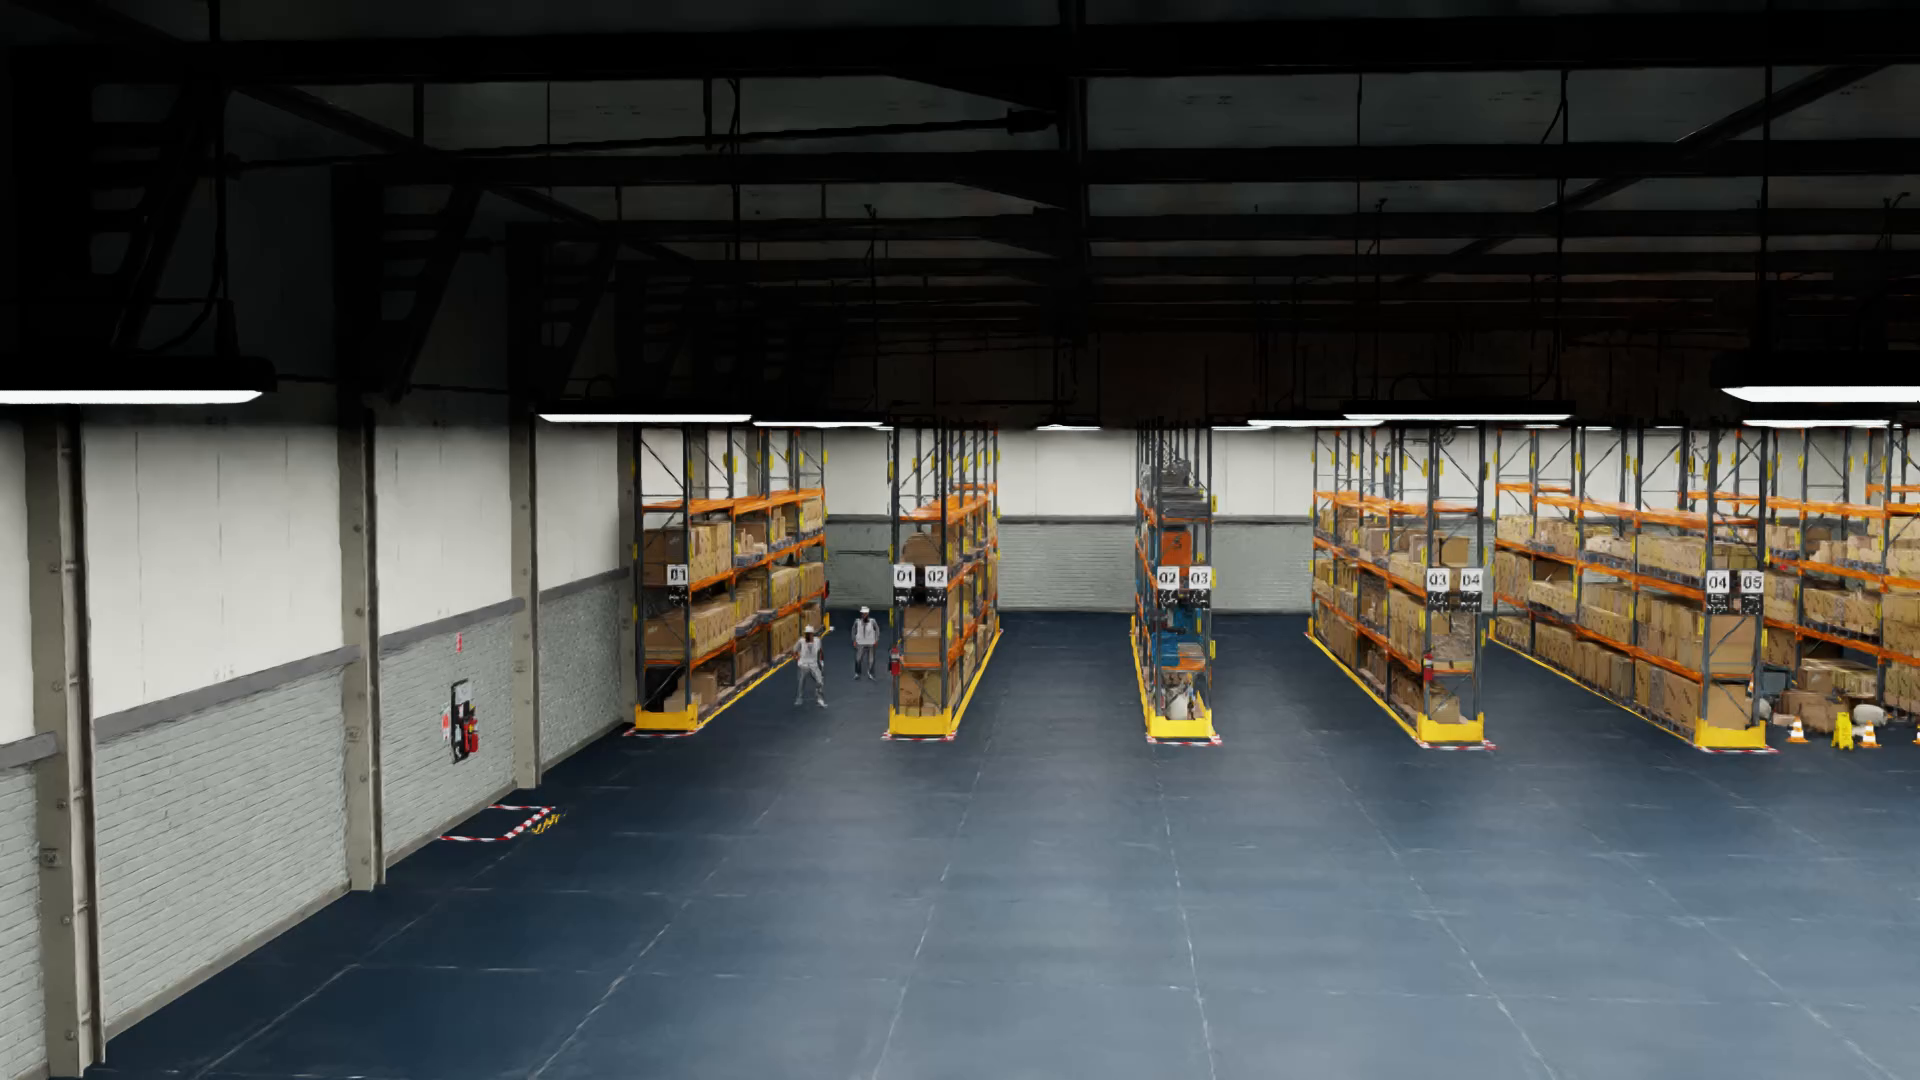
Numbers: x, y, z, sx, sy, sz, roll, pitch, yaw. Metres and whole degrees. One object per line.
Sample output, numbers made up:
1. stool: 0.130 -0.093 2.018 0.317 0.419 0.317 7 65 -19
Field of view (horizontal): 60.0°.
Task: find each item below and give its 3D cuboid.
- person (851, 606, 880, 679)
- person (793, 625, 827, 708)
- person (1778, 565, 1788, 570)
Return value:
1. person: -2.178 2.367 38.312 0.677 1.726 0.574 0 4 2
2. person: -3.136 2.605 34.510 0.692 1.723 0.846 -1 4 -12
3. person: 24.417 1.620 49.079 0.458 1.779 0.704 -2 4 -28
